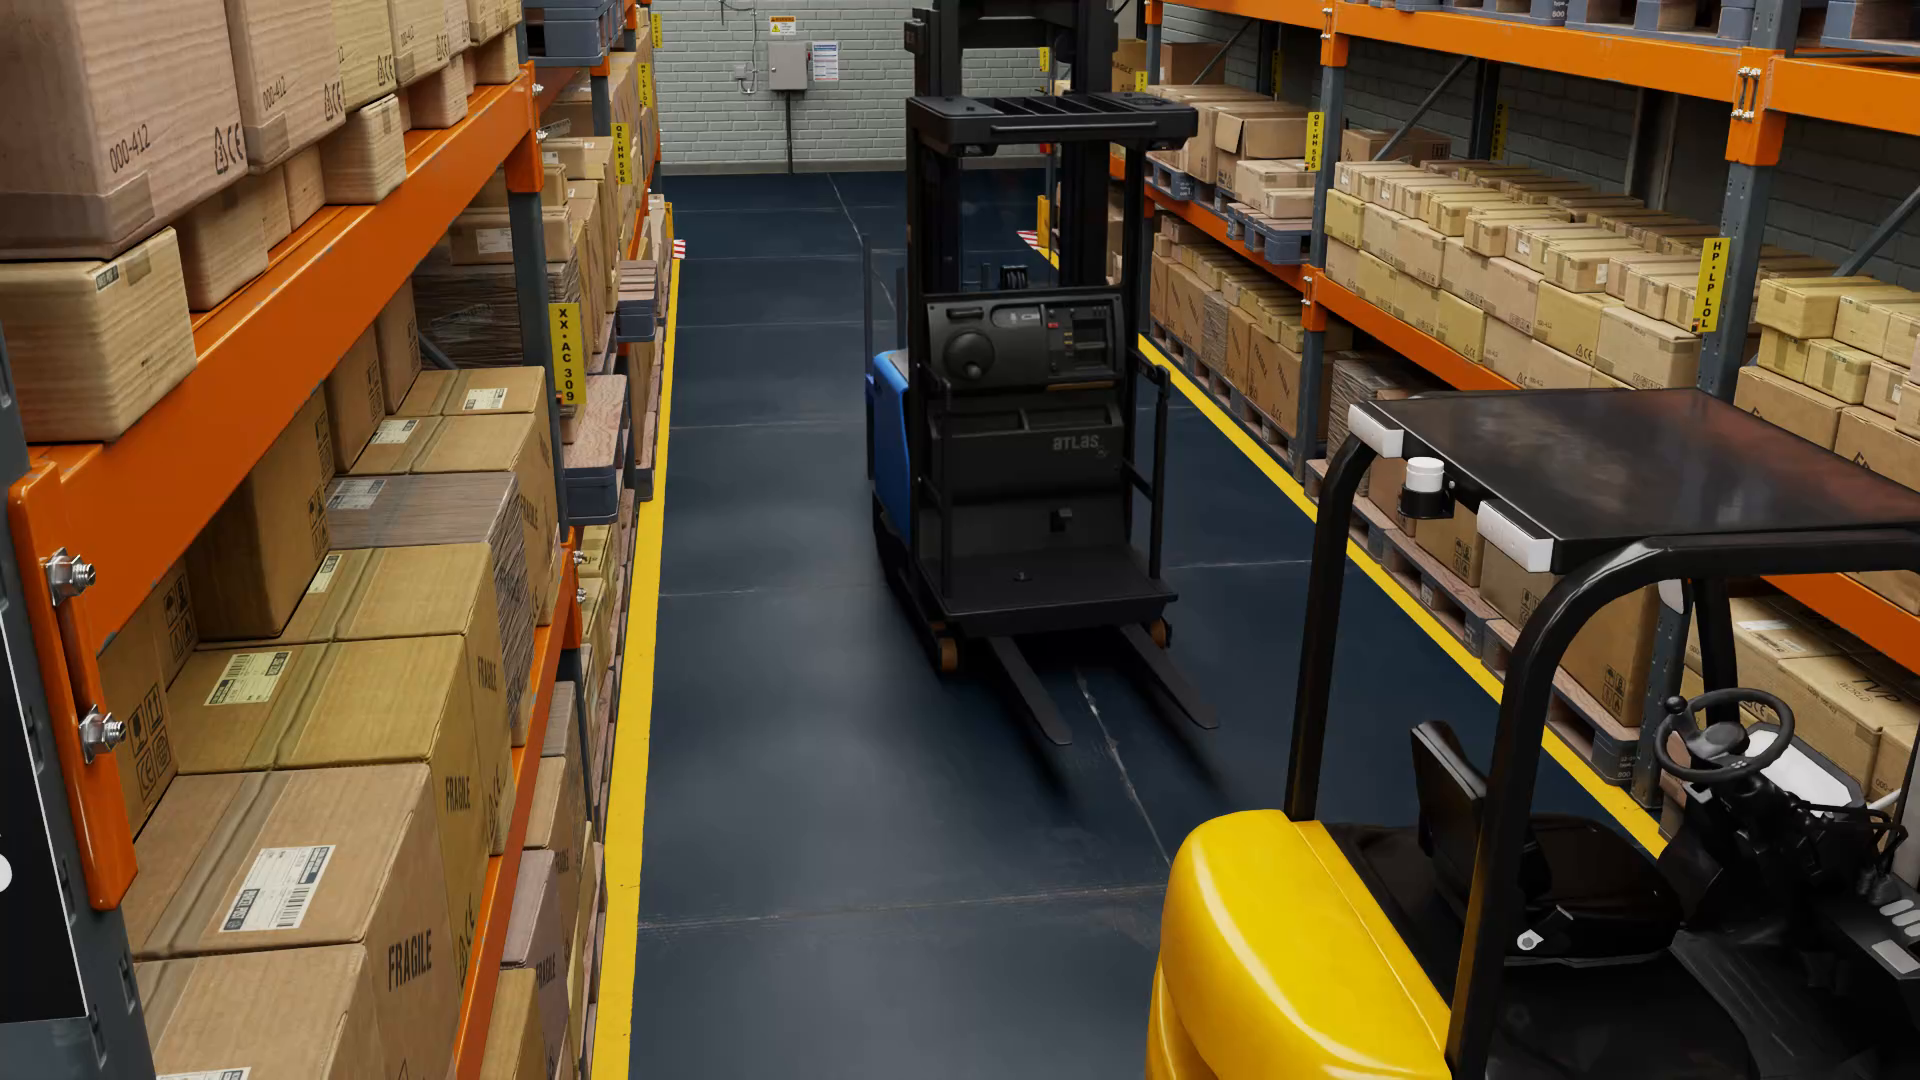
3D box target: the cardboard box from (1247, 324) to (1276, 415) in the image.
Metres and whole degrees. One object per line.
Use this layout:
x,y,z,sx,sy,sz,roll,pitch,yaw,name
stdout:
2.217,-1.125,10.913,0.500,0.500,0.500,-3,21,-9,cardboard box

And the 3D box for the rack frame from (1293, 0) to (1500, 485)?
2.553,-1.790,9.721,1.000,3.000,0.127,-3,21,-8,rack frame

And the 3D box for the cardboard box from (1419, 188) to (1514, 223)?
2.525,-1.660,8.303,0.380,0.149,0.250,-3,21,-7,cardboard box

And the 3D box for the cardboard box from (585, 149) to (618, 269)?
-1.933,-1.599,8.042,0.500,0.500,0.500,-3,21,-9,cardboard box

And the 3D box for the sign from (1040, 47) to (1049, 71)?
0.863,-4.938,16.912,0.100,0.325,0.005,-3,21,-8,sign

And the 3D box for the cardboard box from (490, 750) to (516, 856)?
-1.204,0.589,3.710,0.380,0.149,0.250,-3,21,-7,cardboard box

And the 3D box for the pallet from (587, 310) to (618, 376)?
-2.033,-0.765,7.251,1.003,0.211,1.213,-3,21,-8,pallet

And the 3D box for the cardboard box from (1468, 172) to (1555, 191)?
2.925,-1.860,8.840,0.380,0.149,0.250,-3,21,-8,cardboard box

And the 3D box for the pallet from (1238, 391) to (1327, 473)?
2.483,-0.744,10.906,1.003,0.211,1.213,-3,21,-8,pallet

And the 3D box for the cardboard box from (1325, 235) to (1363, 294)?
2.375,-1.553,9.302,0.500,0.250,0.500,-3,21,-8,cardboard box

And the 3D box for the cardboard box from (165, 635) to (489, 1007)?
-1.152,0.512,2.990,0.500,0.500,0.500,-3,21,-9,cardboard box

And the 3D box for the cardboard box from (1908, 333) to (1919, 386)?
2.990,-0.501,4.776,0.380,0.149,0.250,-2,21,-7,cardboard box

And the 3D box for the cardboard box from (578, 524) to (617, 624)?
-2.069,0.210,7.521,0.950,0.372,0.625,-2,21,-6,cardboard box

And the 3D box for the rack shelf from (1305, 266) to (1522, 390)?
2.841,-0.760,7.992,1.077,0.370,4.000,-3,21,-8,rack shelf

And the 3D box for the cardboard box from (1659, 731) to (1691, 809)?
2.871,0.871,5.927,0.500,0.250,0.500,-3,21,-7,cardboard box

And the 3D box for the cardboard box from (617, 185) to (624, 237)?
-2.187,-1.890,9.489,0.500,0.250,0.500,-3,21,-8,cardboard box

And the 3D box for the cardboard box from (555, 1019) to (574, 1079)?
-1.275,1.490,4.270,0.500,0.250,0.500,-3,21,-7,cardboard box

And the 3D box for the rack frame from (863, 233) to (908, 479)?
-0.323,-1.106,10.034,0.500,1.500,0.032,-5,21,-12,rack frame

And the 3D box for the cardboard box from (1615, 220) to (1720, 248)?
3.159,-1.332,7.425,0.380,0.149,0.250,-3,21,-8,cardboard box

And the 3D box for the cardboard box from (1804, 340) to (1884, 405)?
2.954,-0.542,5.311,0.380,0.149,0.250,-2,21,-6,cardboard box

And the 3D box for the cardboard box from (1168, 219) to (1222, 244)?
1.849,-2.418,13.024,0.380,0.149,0.250,-4,21,-10,cardboard box

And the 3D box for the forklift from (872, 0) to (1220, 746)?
0.359,-0.912,7.468,1.130,2.935,3.031,-5,21,-12,forklift

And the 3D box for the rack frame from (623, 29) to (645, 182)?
-2.935,-2.923,12.755,1.000,3.000,0.127,-3,21,-8,rack frame

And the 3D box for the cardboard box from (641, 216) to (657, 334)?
-2.767,-1.914,12.489,0.875,0.875,0.875,-2,21,-6,cardboard box

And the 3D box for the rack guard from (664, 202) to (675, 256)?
-3.515,-3.145,16.923,1.175,0.500,0.348,-3,21,-8,rack guard

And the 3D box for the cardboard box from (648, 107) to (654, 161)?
-2.878,-3.492,14.137,0.500,0.500,0.500,-3,21,-7,cardboard box

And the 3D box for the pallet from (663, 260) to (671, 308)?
-3.147,-2.307,15.092,1.003,0.211,1.213,-3,21,-8,pallet

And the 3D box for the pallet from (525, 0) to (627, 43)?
-1.918,-2.048,6.395,1.213,0.211,1.003,-3,21,-8,pallet

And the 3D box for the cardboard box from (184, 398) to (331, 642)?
-1.670,-0.115,3.241,0.700,0.500,0.500,-3,21,-8,cardboard box

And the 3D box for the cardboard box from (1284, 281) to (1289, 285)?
2.550,-1.856,11.944,0.380,0.149,0.250,-4,21,-10,cardboard box

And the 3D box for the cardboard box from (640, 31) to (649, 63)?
-2.964,-4.143,14.450,0.500,0.500,0.500,-3,21,-8,cardboard box

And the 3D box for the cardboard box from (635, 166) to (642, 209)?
-2.549,-2.534,11.927,0.500,0.250,0.500,-3,21,-9,cardboard box

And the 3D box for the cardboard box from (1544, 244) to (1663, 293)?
2.653,-1.123,6.865,0.380,0.149,0.250,-4,21,-9,cardboard box

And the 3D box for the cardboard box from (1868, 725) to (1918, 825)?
3.035,0.751,4.819,0.500,0.250,0.500,-2,21,-6,cardboard box

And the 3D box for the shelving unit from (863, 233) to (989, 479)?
-0.207,-0.933,9.570,0.538,1.500,1.048,-5,21,-12,shelving unit

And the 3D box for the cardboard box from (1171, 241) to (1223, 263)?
1.881,-2.275,13.064,0.380,0.149,0.250,-3,21,-9,cardboard box

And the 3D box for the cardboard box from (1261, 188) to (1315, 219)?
2.078,-2.077,10.248,0.380,0.149,0.250,-3,21,-7,cardboard box

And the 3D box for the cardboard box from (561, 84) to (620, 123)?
-2.269,-2.408,9.803,0.500,0.500,0.500,-3,21,-8,cardboard box

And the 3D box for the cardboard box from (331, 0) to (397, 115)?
-1.176,-0.782,2.526,0.500,0.250,0.500,-2,21,-6,cardboard box

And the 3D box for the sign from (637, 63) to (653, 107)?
-2.400,-3.459,12.648,0.100,0.325,0.005,-3,21,-8,sign

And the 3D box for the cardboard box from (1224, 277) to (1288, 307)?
2.068,-1.738,11.628,0.380,0.149,0.250,-4,21,-10,cardboard box

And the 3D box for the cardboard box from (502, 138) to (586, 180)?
-1.844,-1.673,7.312,0.380,0.149,0.250,-4,21,-10,cardboard box

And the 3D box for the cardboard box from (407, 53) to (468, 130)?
-1.300,-0.990,3.651,0.380,0.149,0.250,-2,21,-6,cardboard box

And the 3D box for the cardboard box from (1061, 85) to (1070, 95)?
1.271,-4.283,16.187,0.500,0.250,0.500,-3,21,-7,cardboard box

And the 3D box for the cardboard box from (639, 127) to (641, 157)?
-2.631,-2.946,12.318,0.500,0.250,0.500,-3,21,-8,cardboard box

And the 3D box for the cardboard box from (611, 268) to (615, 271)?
-1.859,-1.254,8.045,0.380,0.149,0.250,-4,21,-10,cardboard box

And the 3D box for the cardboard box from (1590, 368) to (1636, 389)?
2.798,-0.496,6.471,0.500,0.250,0.500,-2,21,-7,cardboard box

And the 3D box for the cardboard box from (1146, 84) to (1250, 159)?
1.825,-3.239,12.859,0.700,0.500,0.500,-2,21,-6,cardboard box

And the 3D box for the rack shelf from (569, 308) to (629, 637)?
-2.070,-0.508,7.319,1.077,0.370,4.000,-3,21,-8,rack shelf

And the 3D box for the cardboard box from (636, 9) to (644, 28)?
-3.085,-4.752,15.152,0.380,0.149,0.250,-2,21,-7,cardboard box

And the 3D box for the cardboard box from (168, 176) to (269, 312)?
-1.063,-0.367,1.983,0.380,0.149,0.250,-2,21,-6,cardboard box

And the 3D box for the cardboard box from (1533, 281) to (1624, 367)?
2.724,-0.903,6.848,0.500,0.250,0.500,-3,21,-9,cardboard box

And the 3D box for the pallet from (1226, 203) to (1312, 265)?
2.386,-1.931,10.373,1.213,0.211,1.003,-3,21,-8,pallet
